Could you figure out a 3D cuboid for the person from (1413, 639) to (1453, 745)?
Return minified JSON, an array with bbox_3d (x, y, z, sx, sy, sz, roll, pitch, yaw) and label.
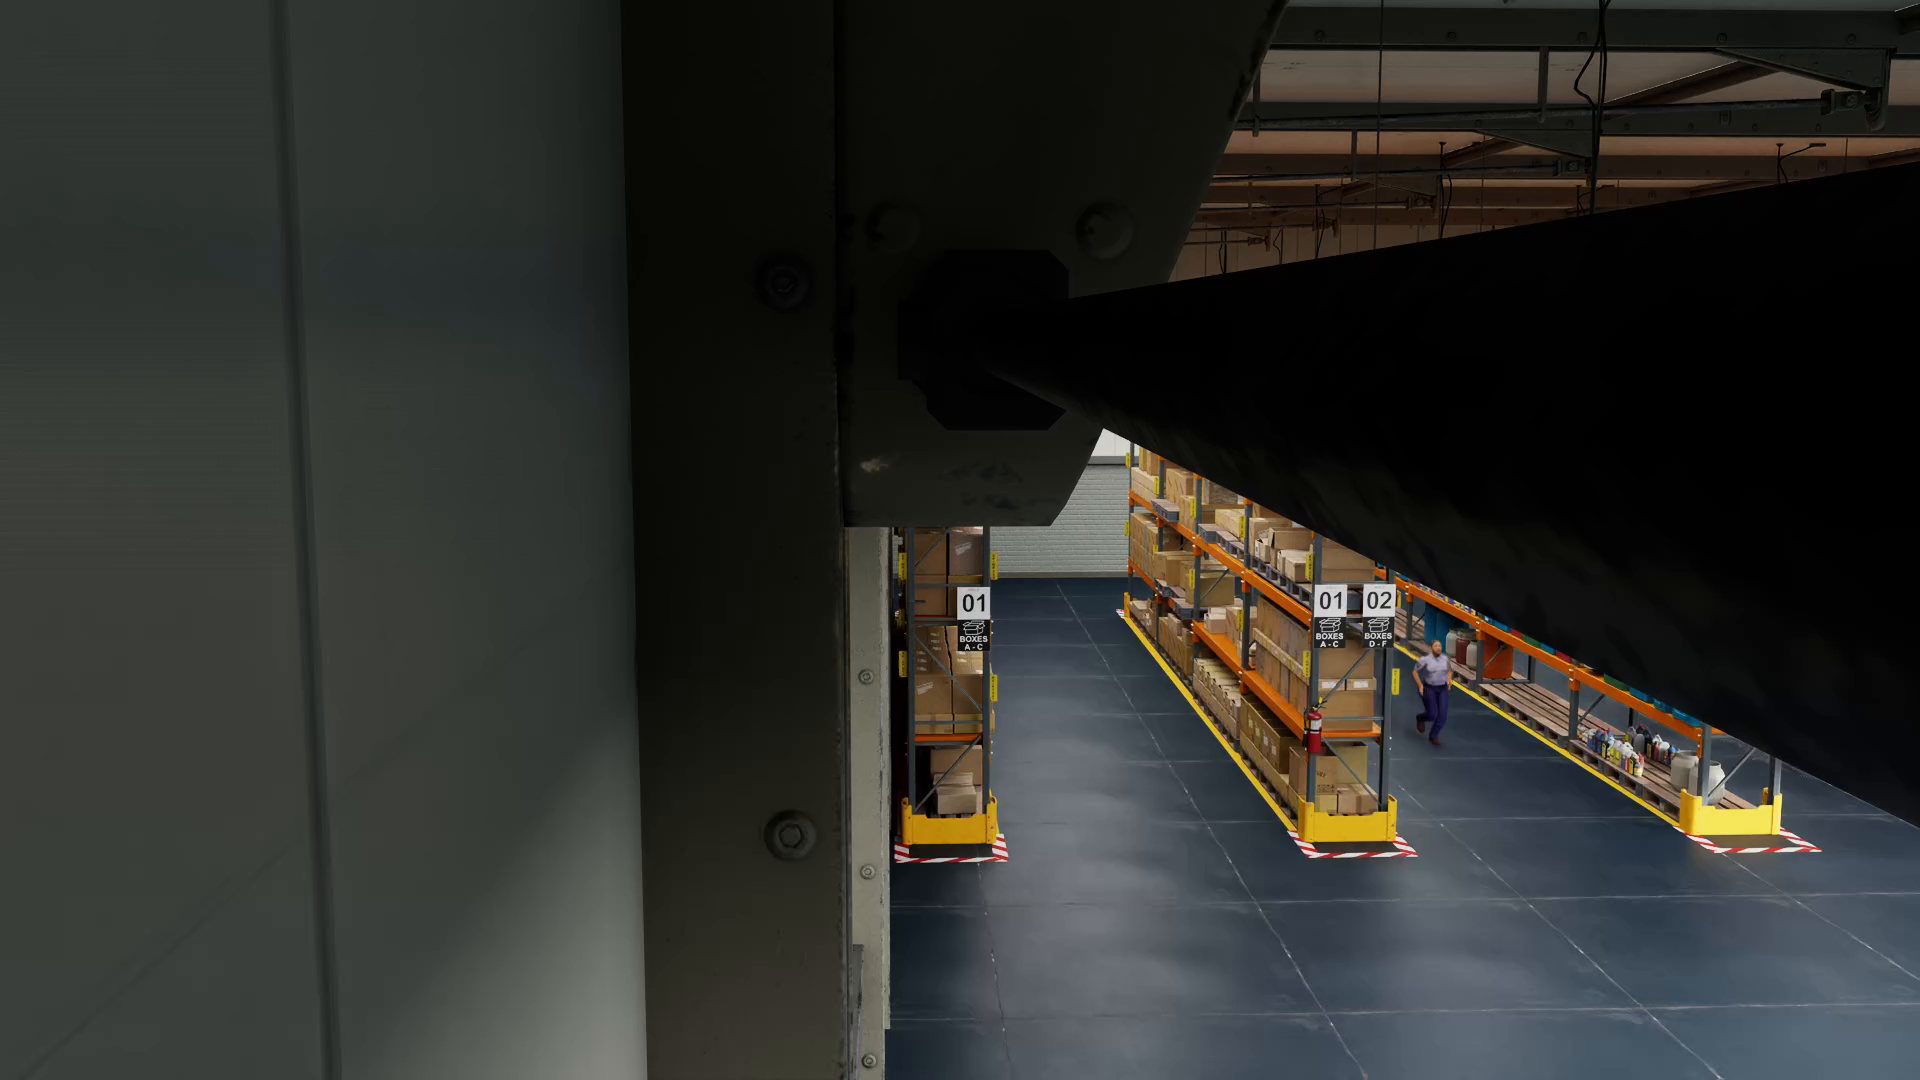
[{"bbox_3d":[7.234,2.315,25.383,0.616,1.593,0.550,-1,7,-8],"label":"person"}]
